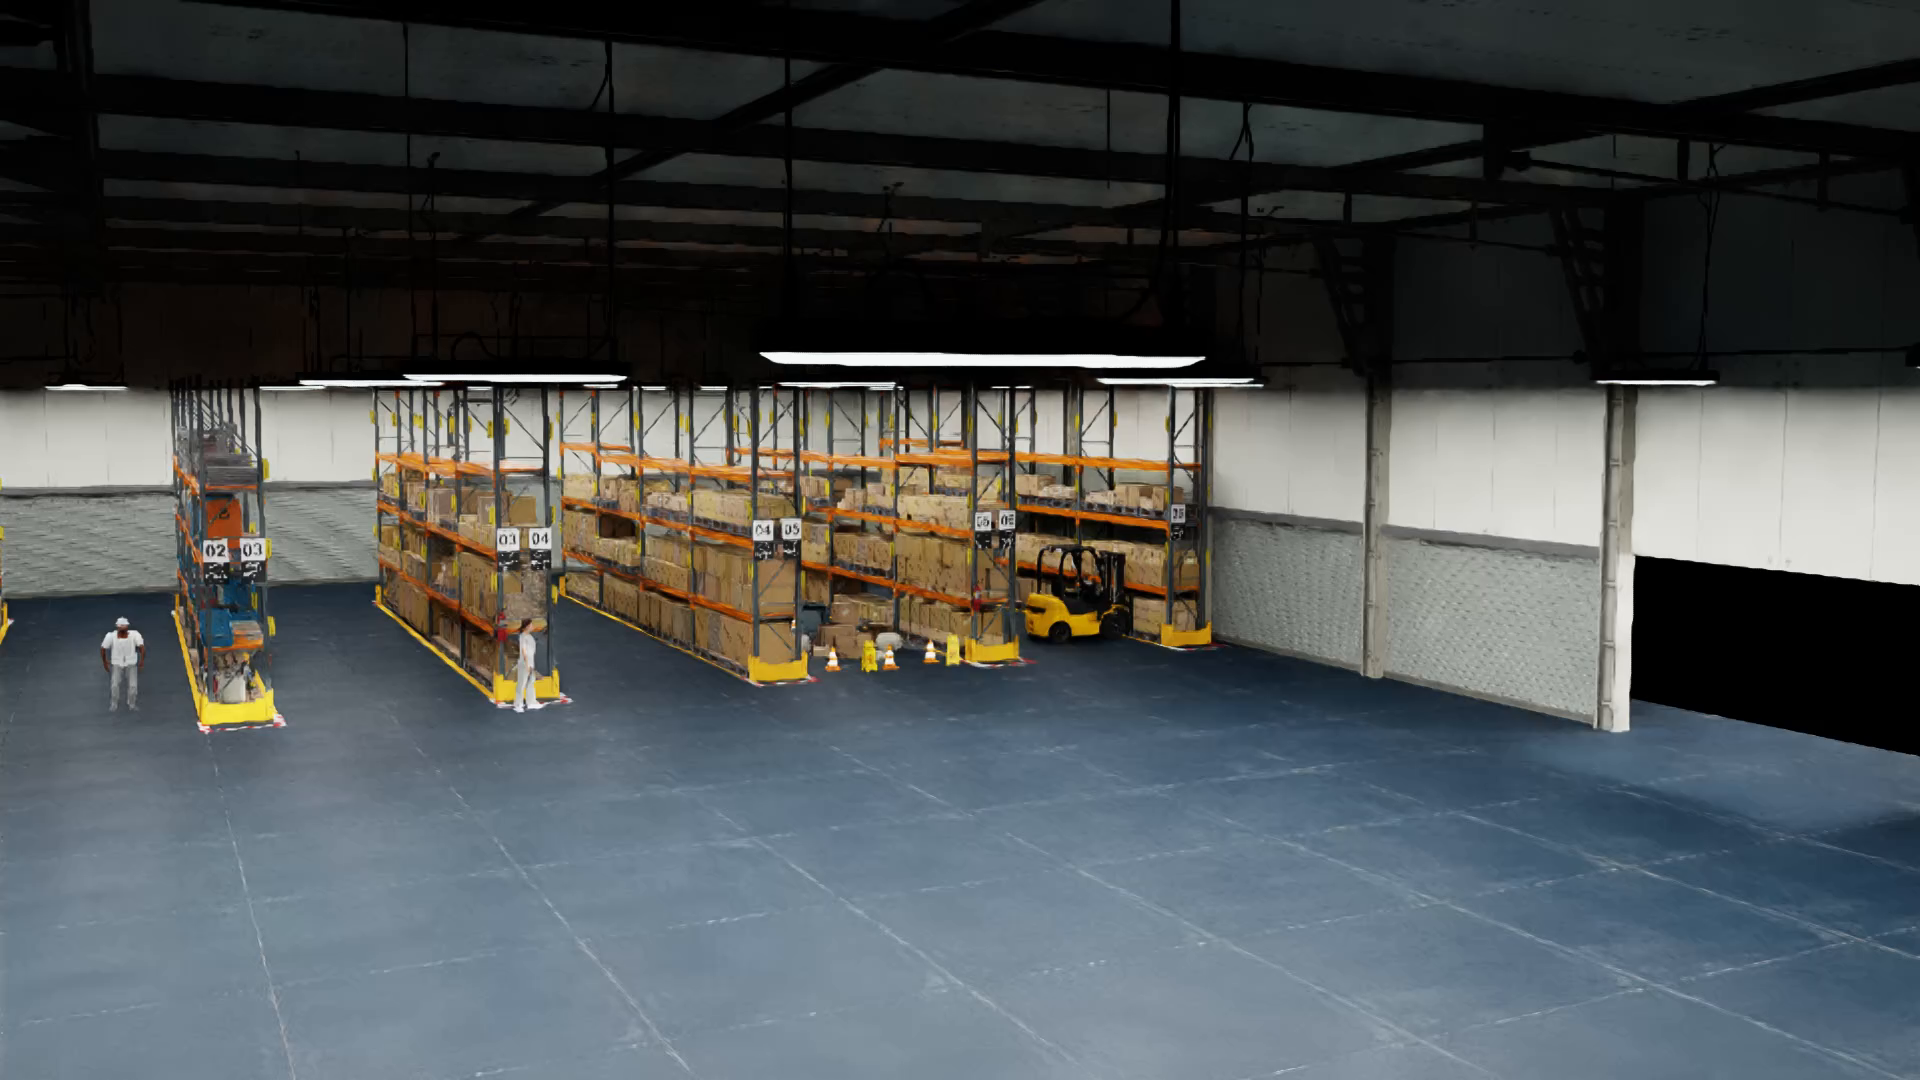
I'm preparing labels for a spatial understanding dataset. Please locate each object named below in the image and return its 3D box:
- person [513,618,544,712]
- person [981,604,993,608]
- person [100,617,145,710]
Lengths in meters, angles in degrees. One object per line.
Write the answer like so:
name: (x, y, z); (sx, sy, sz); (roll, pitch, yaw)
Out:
person: (-7.787, 2.227, 29.876); (0.466, 1.674, 0.570); (0, 5, -1)
person: (0.564, 1.277, 39.814); (0.611, 1.773, 0.670); (0, 5, 5)
person: (-15.028, 2.221, 29.868); (0.719, 1.714, 0.578); (-3, 6, -29)
